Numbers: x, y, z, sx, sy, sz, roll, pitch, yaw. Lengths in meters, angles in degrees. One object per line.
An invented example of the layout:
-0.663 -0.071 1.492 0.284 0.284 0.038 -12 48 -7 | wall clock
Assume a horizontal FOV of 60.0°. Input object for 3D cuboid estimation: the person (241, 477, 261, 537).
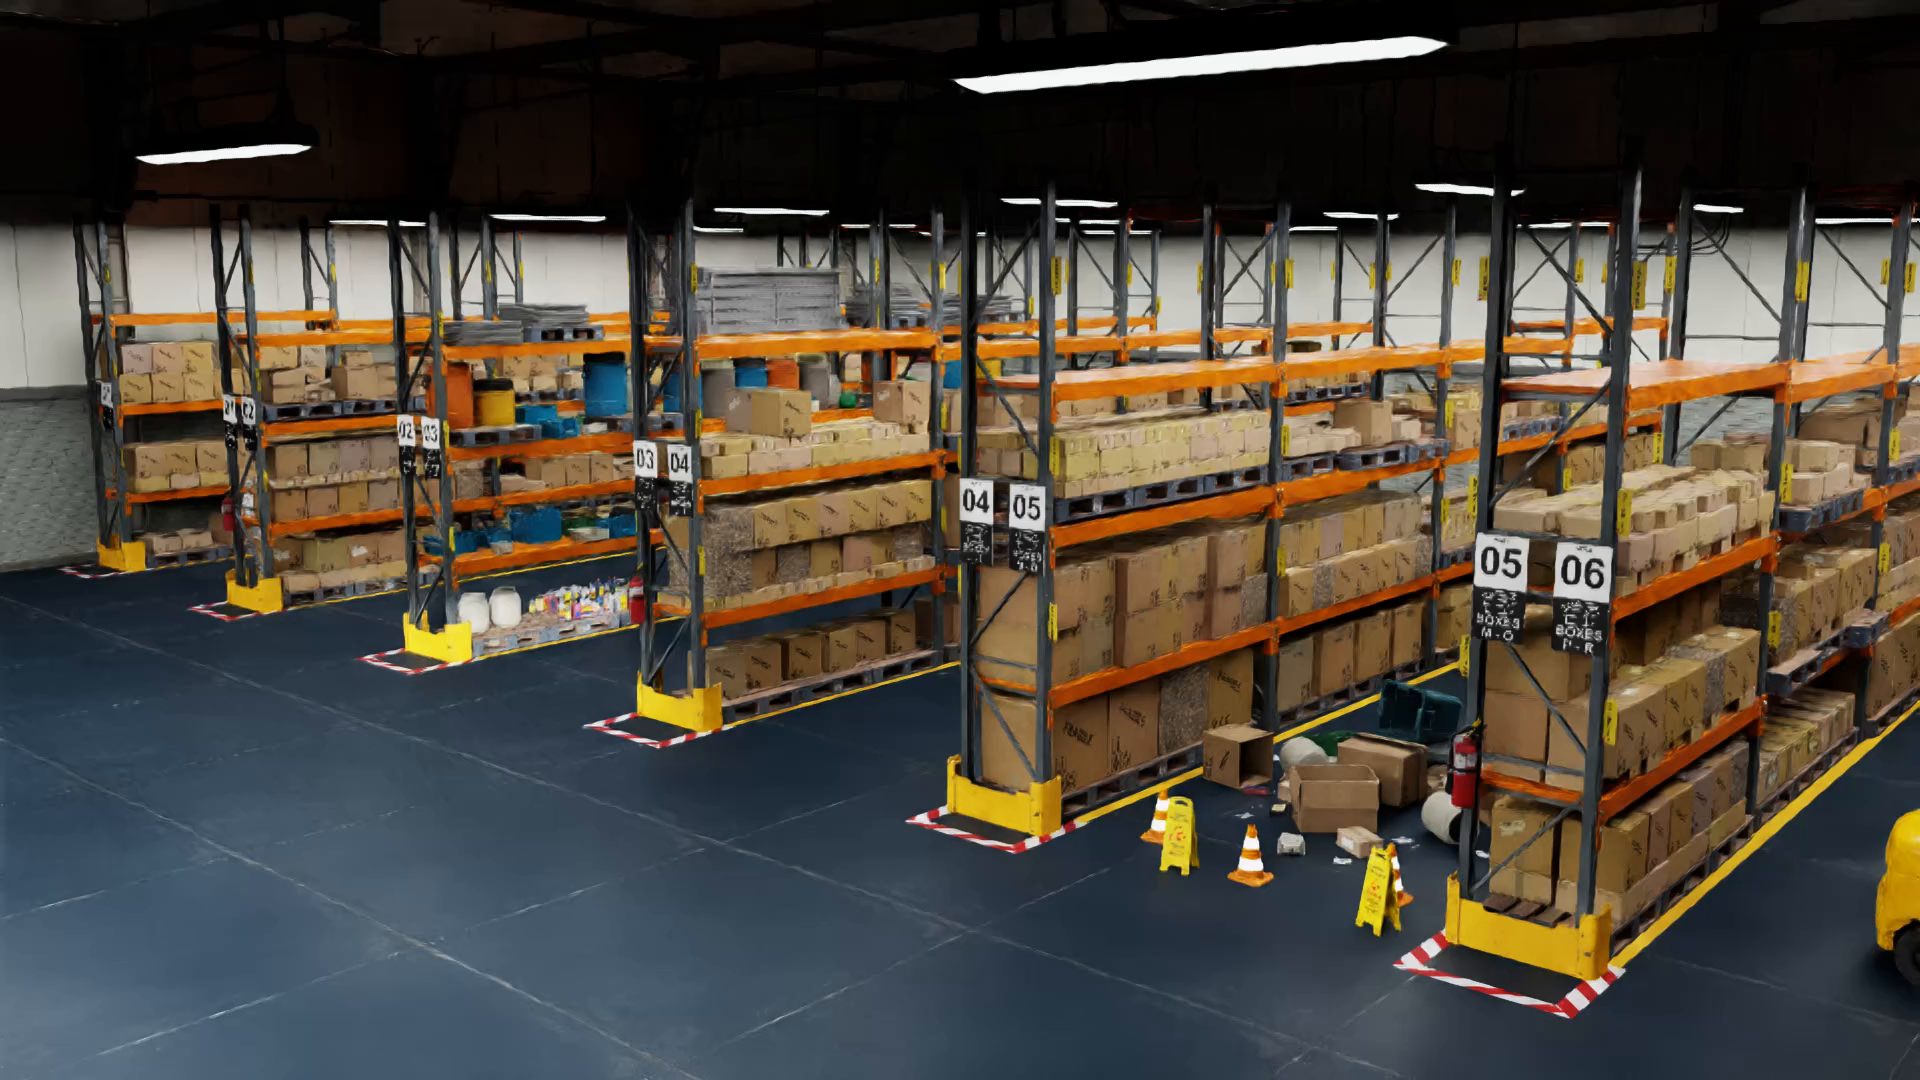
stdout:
-11.772 -0.271 28.037 0.655 1.607 0.767 4 10 20 | person
